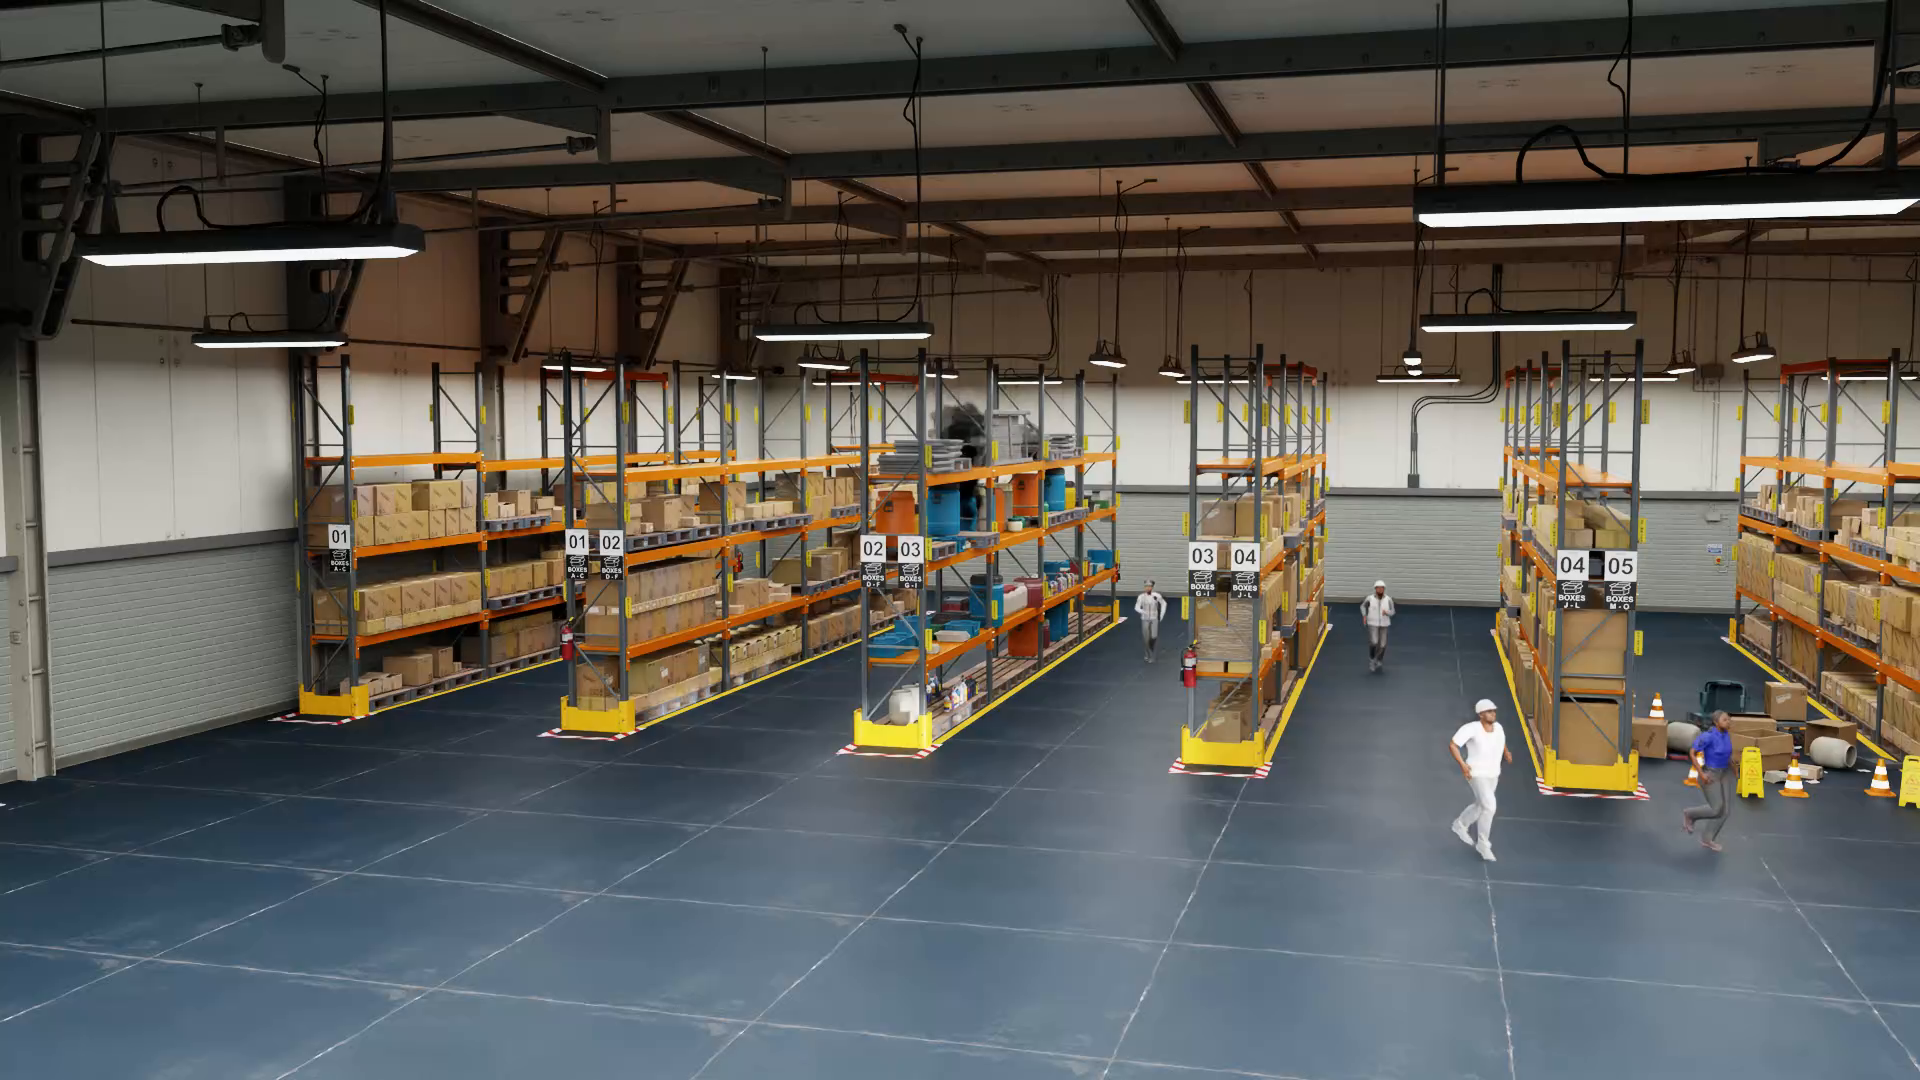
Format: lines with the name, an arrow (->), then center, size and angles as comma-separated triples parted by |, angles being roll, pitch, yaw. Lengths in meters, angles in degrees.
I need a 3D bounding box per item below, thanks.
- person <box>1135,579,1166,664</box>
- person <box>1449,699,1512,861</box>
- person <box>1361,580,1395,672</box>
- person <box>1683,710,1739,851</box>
person -> 3.849, 1.650, 33.682 | 0.616, 1.712, 0.683 | 1, 4, 11
person -> 5.938, 2.710, 19.028 | 0.704, 1.835, 0.745 | -3, 5, -31
person -> 8.177, 1.685, 32.499 | 0.625, 1.792, 0.715 | 0, 4, 5
person -> 8.719, 2.768, 19.304 | 0.590, 1.604, 0.550 | -3, 5, -31
